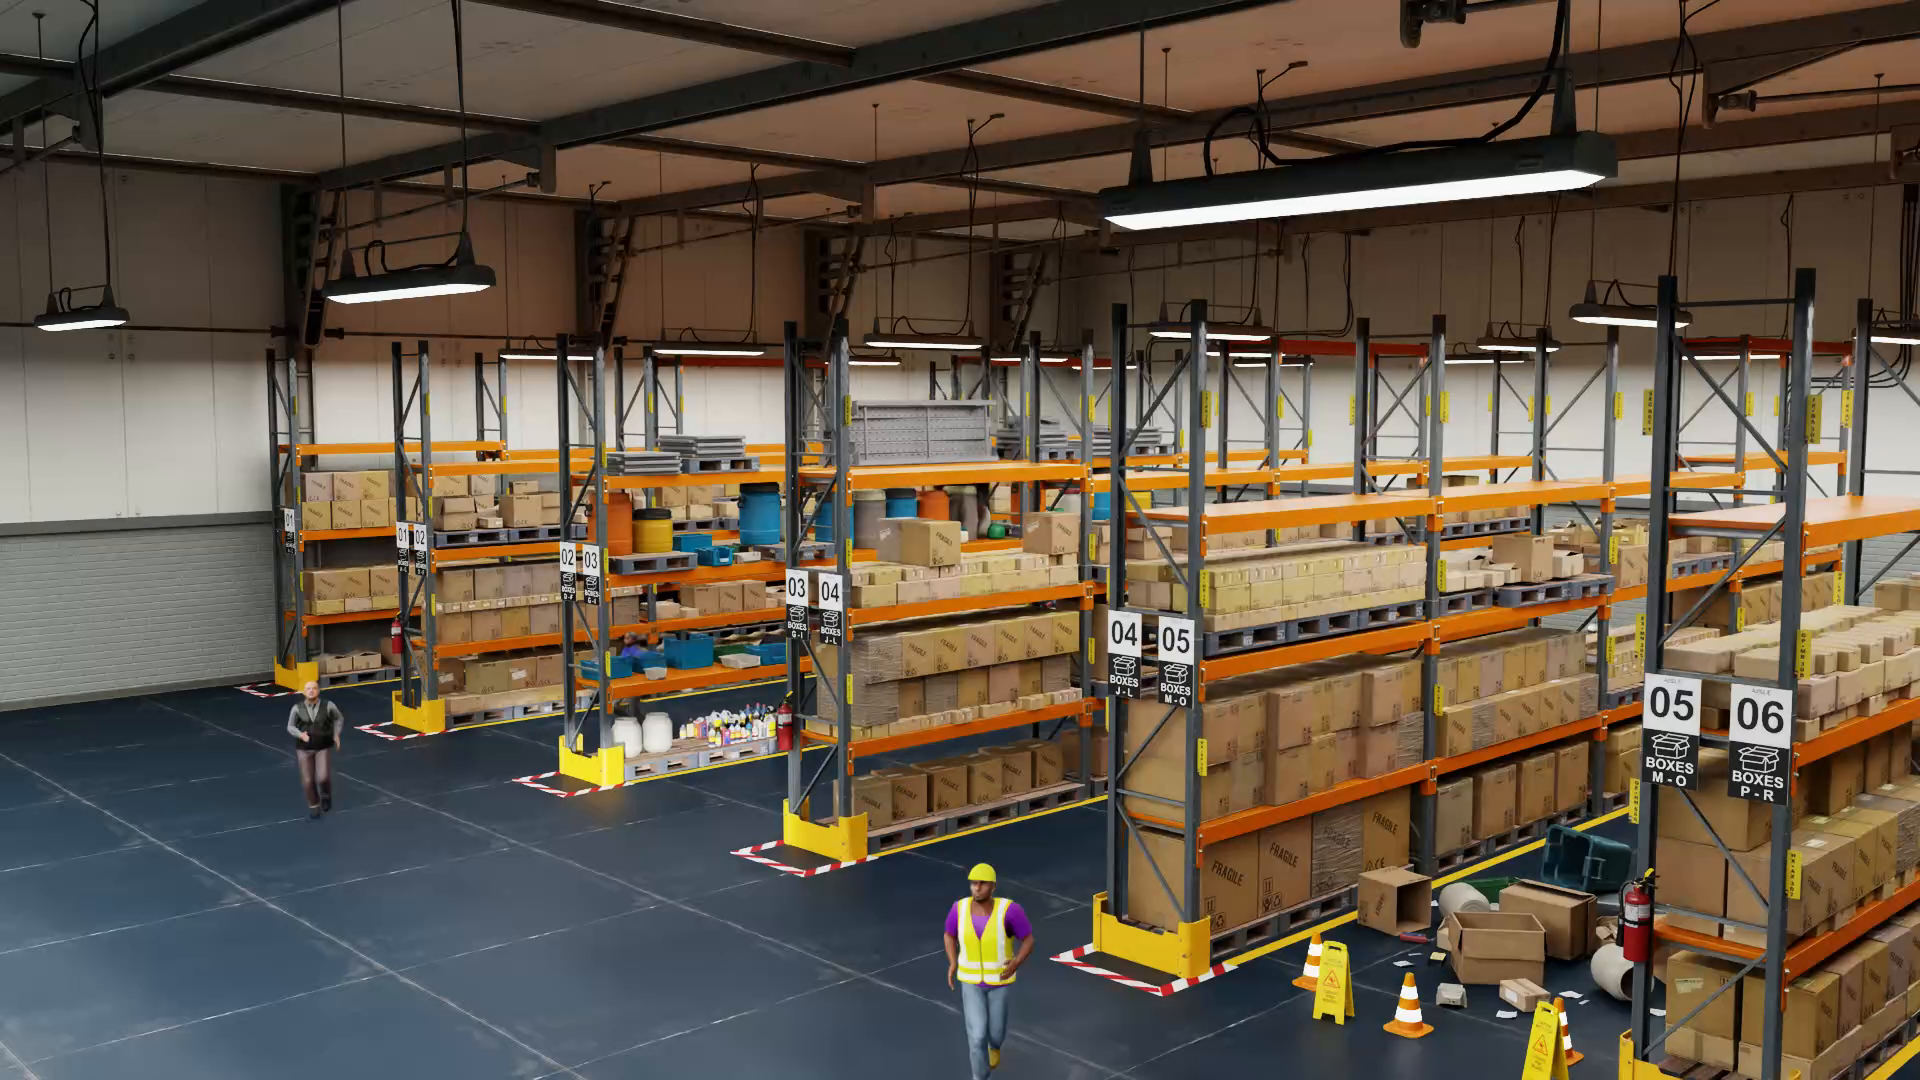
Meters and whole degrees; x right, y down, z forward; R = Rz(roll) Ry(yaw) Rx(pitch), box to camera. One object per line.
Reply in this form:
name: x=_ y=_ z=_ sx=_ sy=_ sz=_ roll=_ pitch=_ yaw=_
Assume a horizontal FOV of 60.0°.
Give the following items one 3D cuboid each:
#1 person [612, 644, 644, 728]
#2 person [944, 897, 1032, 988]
person: x=-4.981 y=2.280 z=25.020 sx=0.519 sy=1.421 sz=0.584 roll=4 pitch=6 yaw=35
person: x=0.193 y=2.938 z=12.238 sx=0.668 sy=0.638 sz=0.388 roll=1 pitch=5 yaw=9
